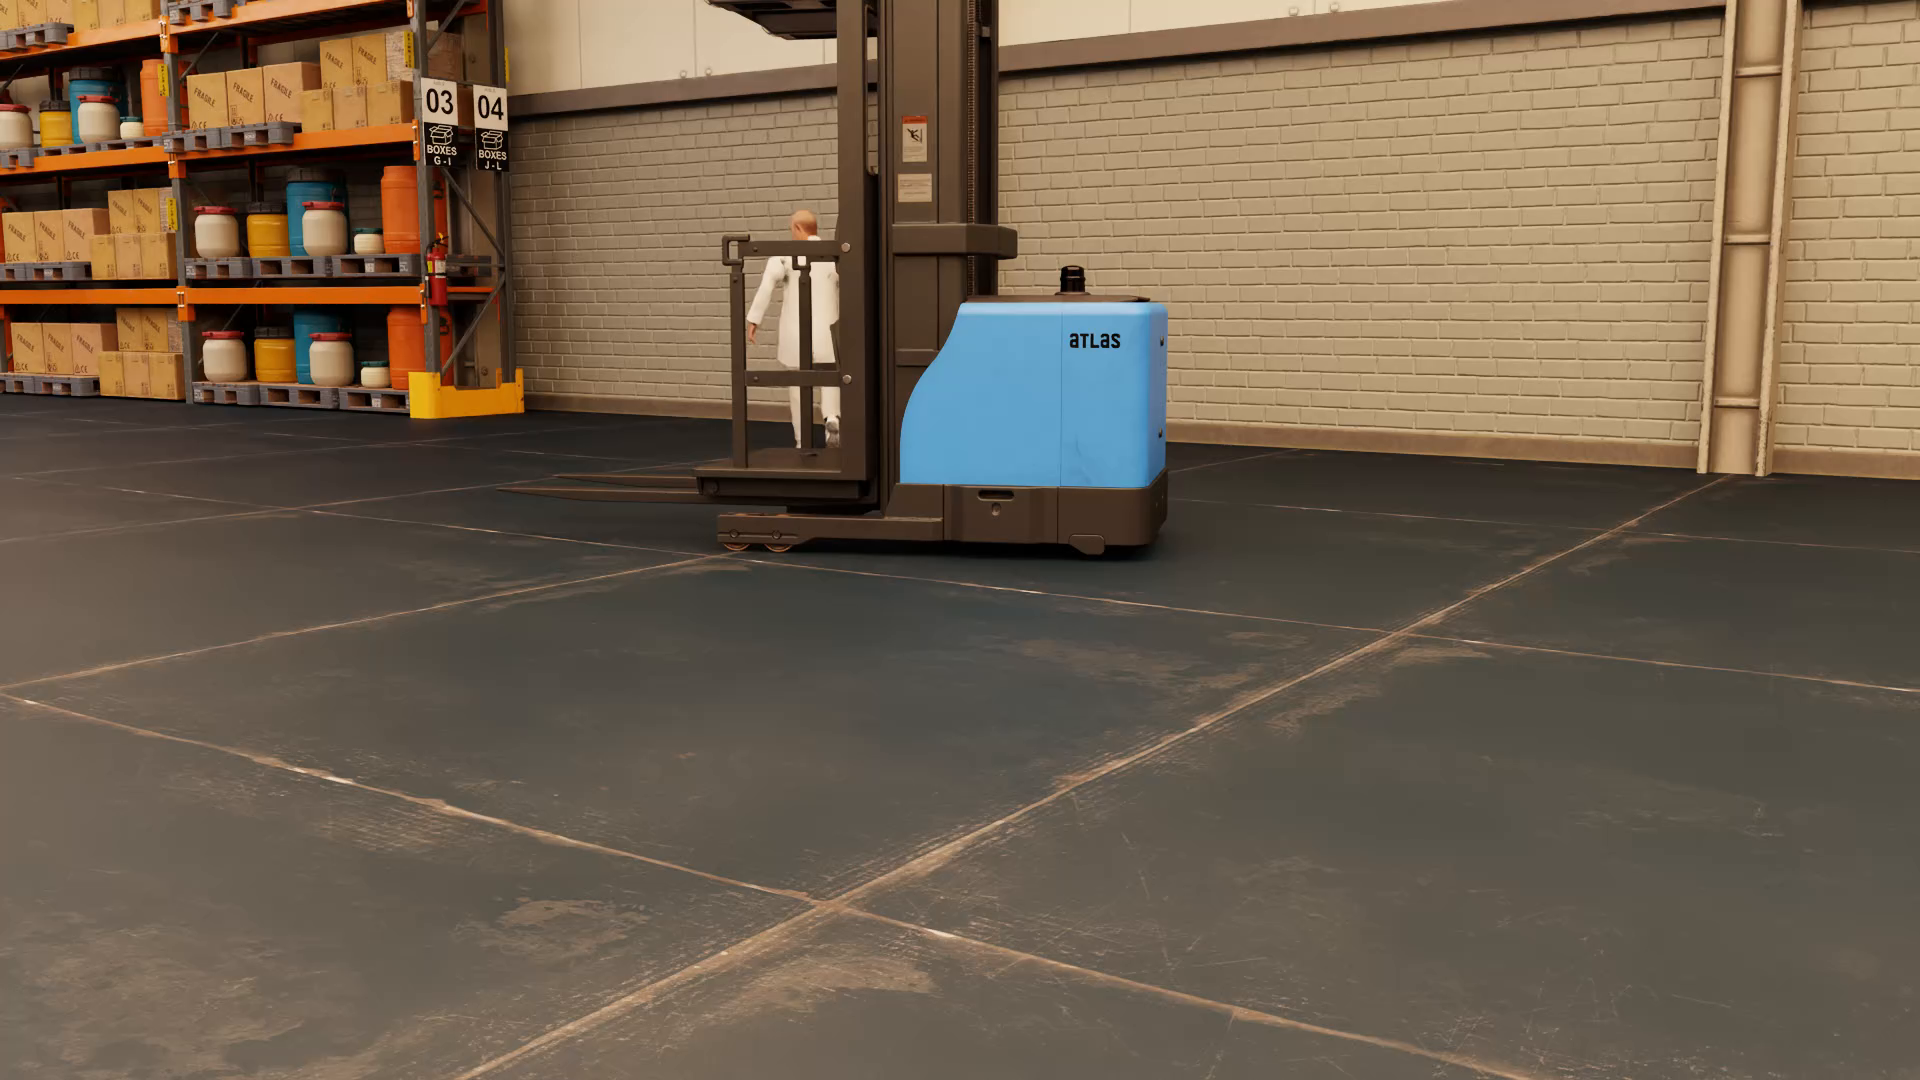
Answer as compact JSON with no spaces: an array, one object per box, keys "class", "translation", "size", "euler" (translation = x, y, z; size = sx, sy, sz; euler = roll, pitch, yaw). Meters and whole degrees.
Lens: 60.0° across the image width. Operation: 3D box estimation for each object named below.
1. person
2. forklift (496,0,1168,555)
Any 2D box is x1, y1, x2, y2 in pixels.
[{"class":"person","translation":[-1.141,-1.520,12.164],"size":[0.831,1.754,0.517],"euler":[-1,8,-7]},{"class":"forklift","translation":[-0.596,-1.469,7.520],"size":[3.031,2.935,1.130],"euler":[2,8,12]}]
